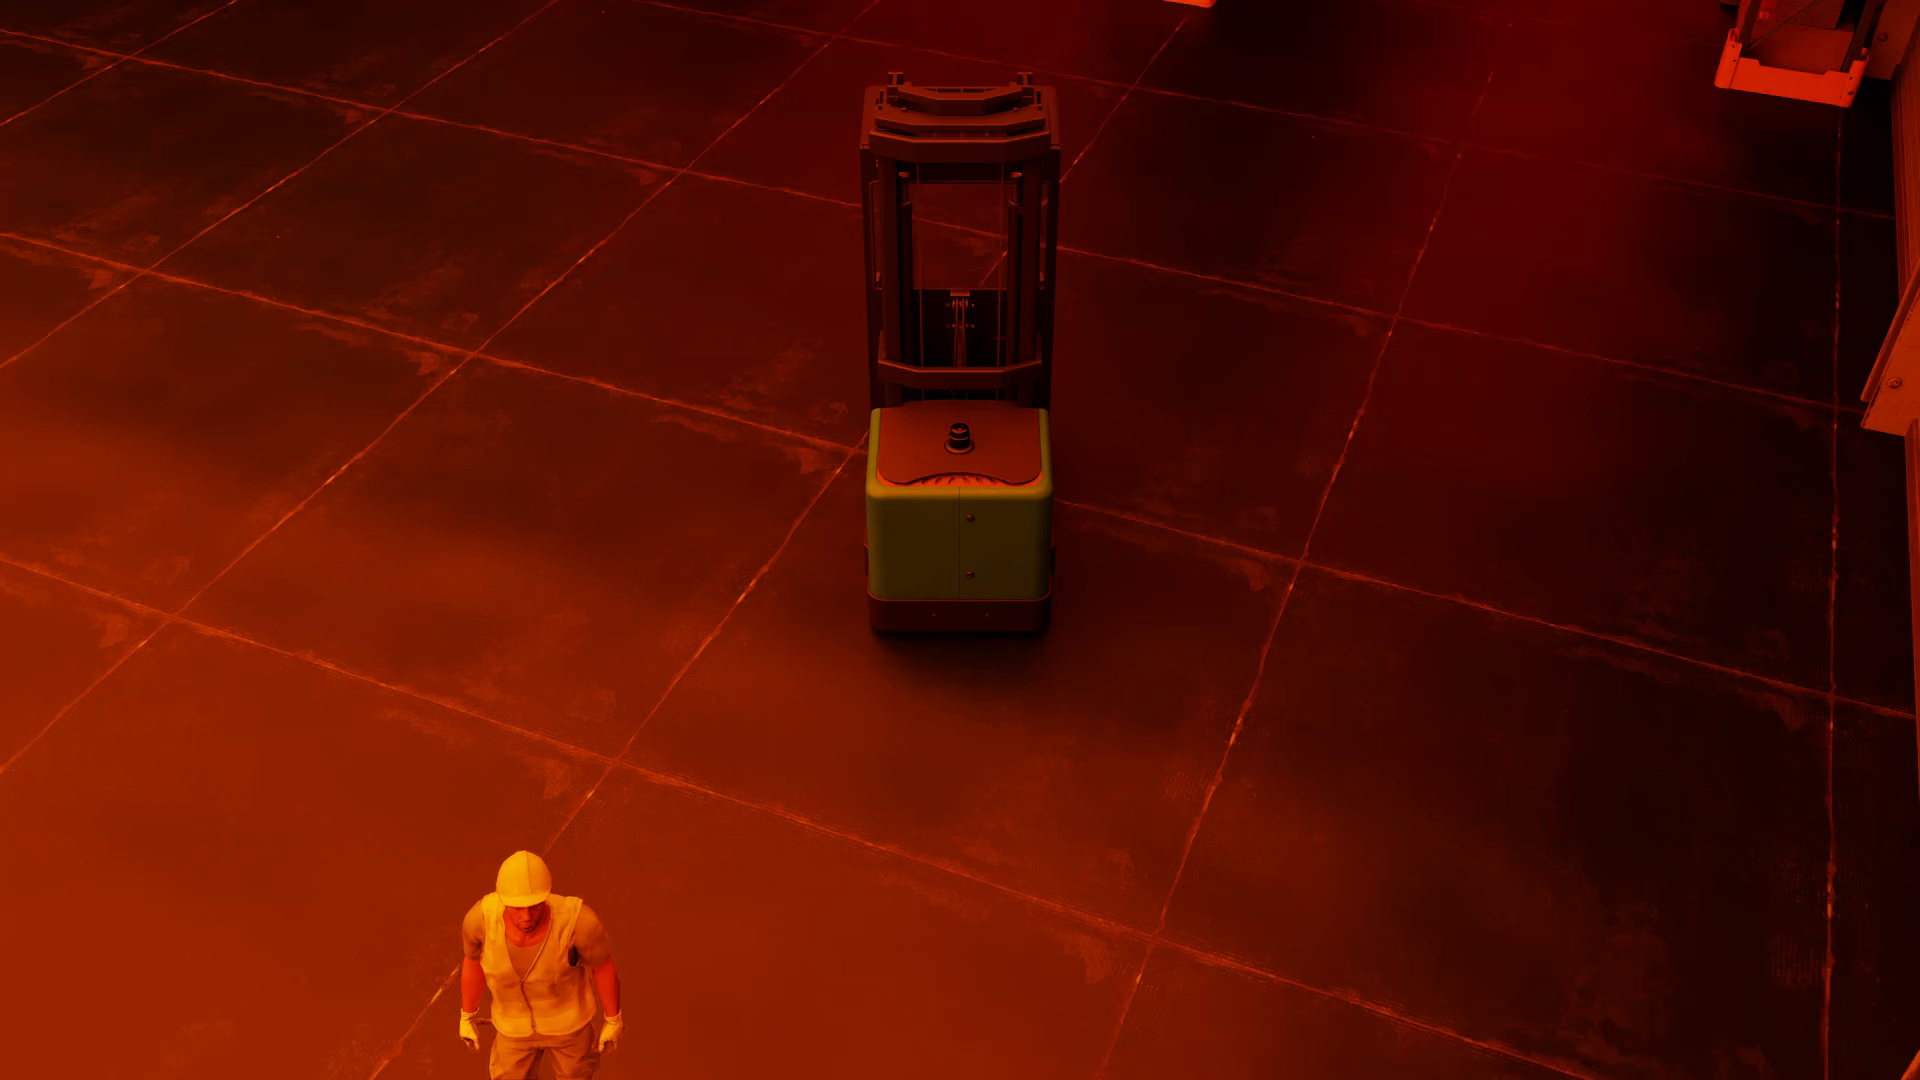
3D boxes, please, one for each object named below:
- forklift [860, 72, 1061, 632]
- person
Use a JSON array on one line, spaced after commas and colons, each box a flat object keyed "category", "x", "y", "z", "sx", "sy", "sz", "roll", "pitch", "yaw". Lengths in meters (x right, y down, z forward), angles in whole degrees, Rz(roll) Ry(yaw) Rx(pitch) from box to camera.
[{"category": "forklift", "x": 0.002, "y": -1.515, "z": 9.816, "sx": 1.130, "sy": 2.935, "sz": 3.031, "roll": 0, "pitch": 40, "yaw": 0}, {"category": "person", "x": -1.657, "y": 1.951, "z": 6.554, "sx": 0.637, "sy": 1.790, "sz": 0.562, "roll": -1, "pitch": 40, "yaw": -2}]
